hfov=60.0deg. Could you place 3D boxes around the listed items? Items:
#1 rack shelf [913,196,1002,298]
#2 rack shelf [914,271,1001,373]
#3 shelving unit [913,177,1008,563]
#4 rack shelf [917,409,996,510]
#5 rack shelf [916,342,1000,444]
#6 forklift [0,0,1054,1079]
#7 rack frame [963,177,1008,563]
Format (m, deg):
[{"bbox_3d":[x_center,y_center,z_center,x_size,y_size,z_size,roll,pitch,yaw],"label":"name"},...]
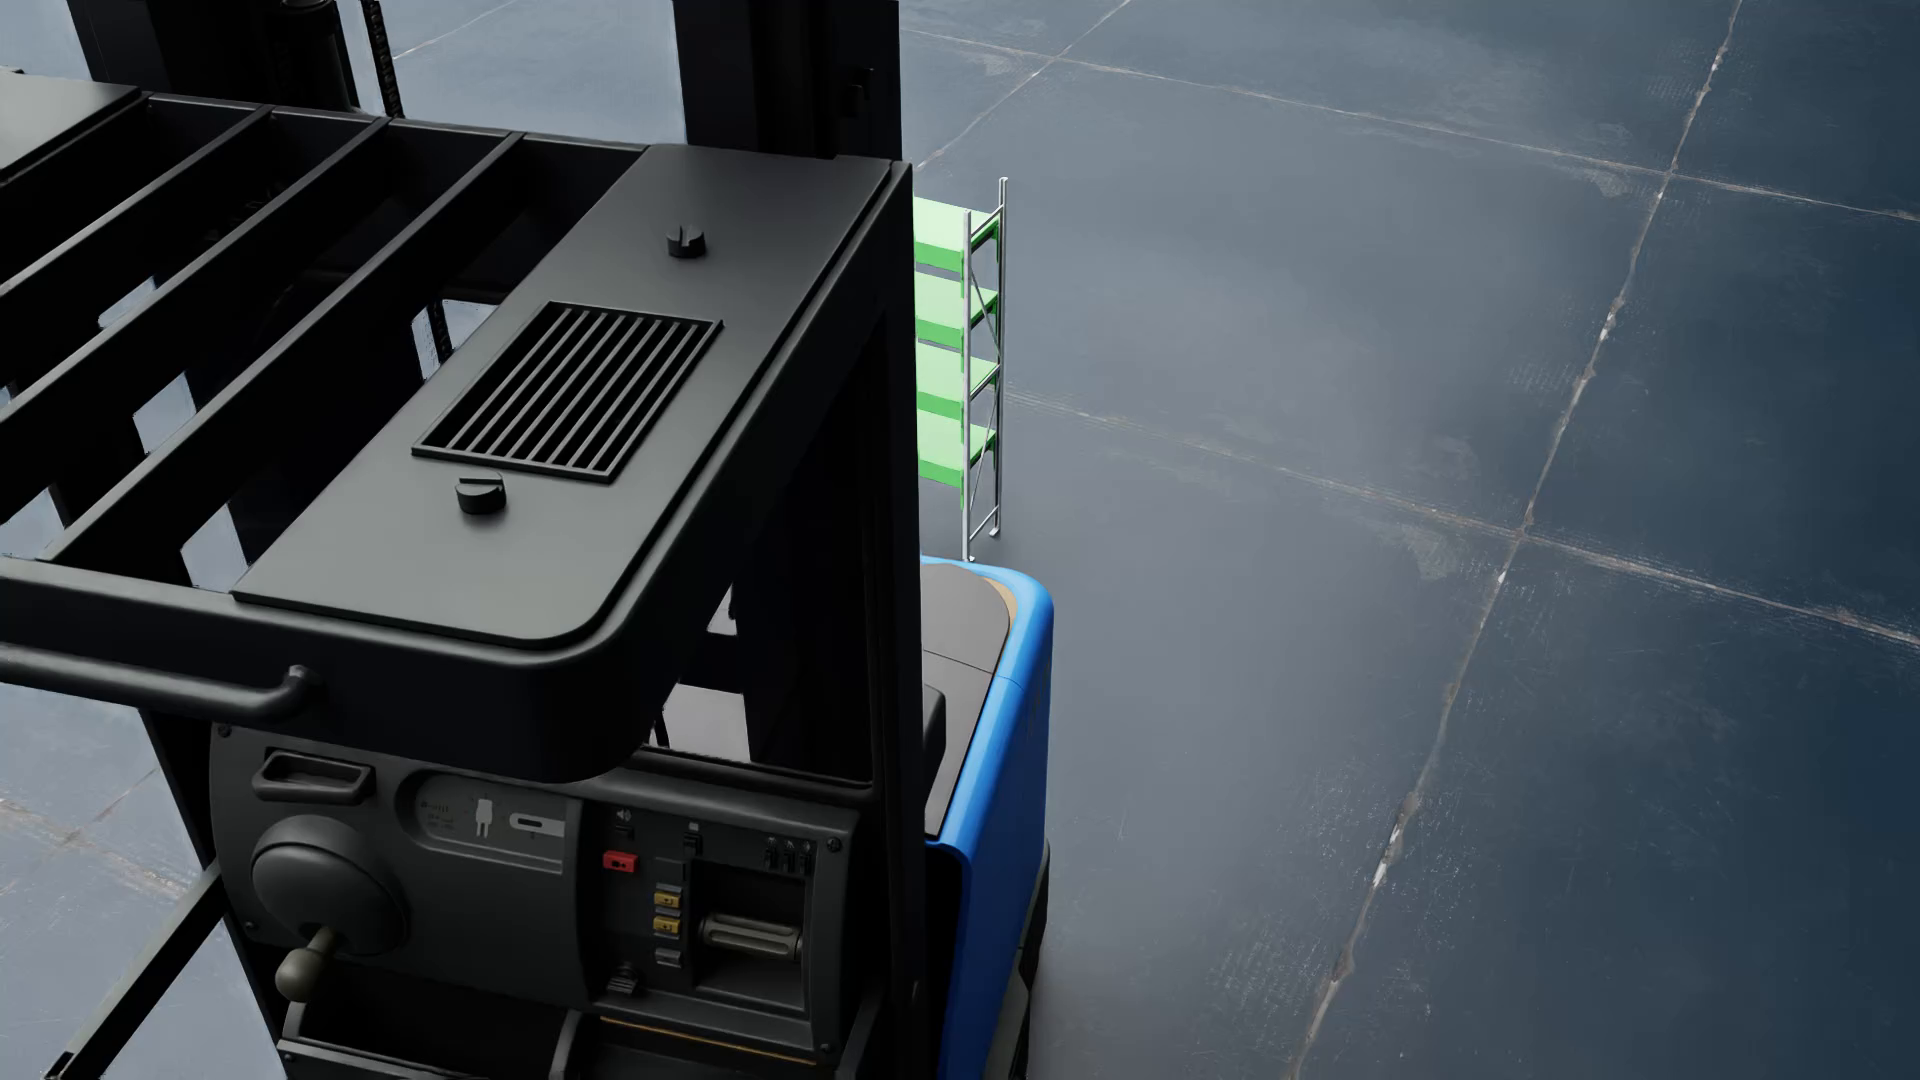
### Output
[{"bbox_3d":[-0.147,-0.855,4.696,0.480,0.148,0.258,17,41,21],"label":"rack shelf"},{"bbox_3d":[-0.147,-0.664,4.841,0.480,0.148,0.258,17,41,21],"label":"rack shelf"},{"bbox_3d":[-0.147,-0.524,4.948,0.503,1.200,0.258,17,41,21],"label":"shelving unit"},{"bbox_3d":[-0.147,-0.282,5.132,0.480,0.148,0.258,17,41,21],"label":"rack shelf"},{"bbox_3d":[-0.147,-0.473,4.987,0.480,0.148,0.258,17,41,21],"label":"rack shelf"},{"bbox_3d":[-0.644,0.551,2.100,1.130,2.935,3.031,8,38,11],"label":"forklift"},{"bbox_3d":[0.070,-0.456,4.858,0.015,1.200,0.240,17,41,21],"label":"rack frame"}]
